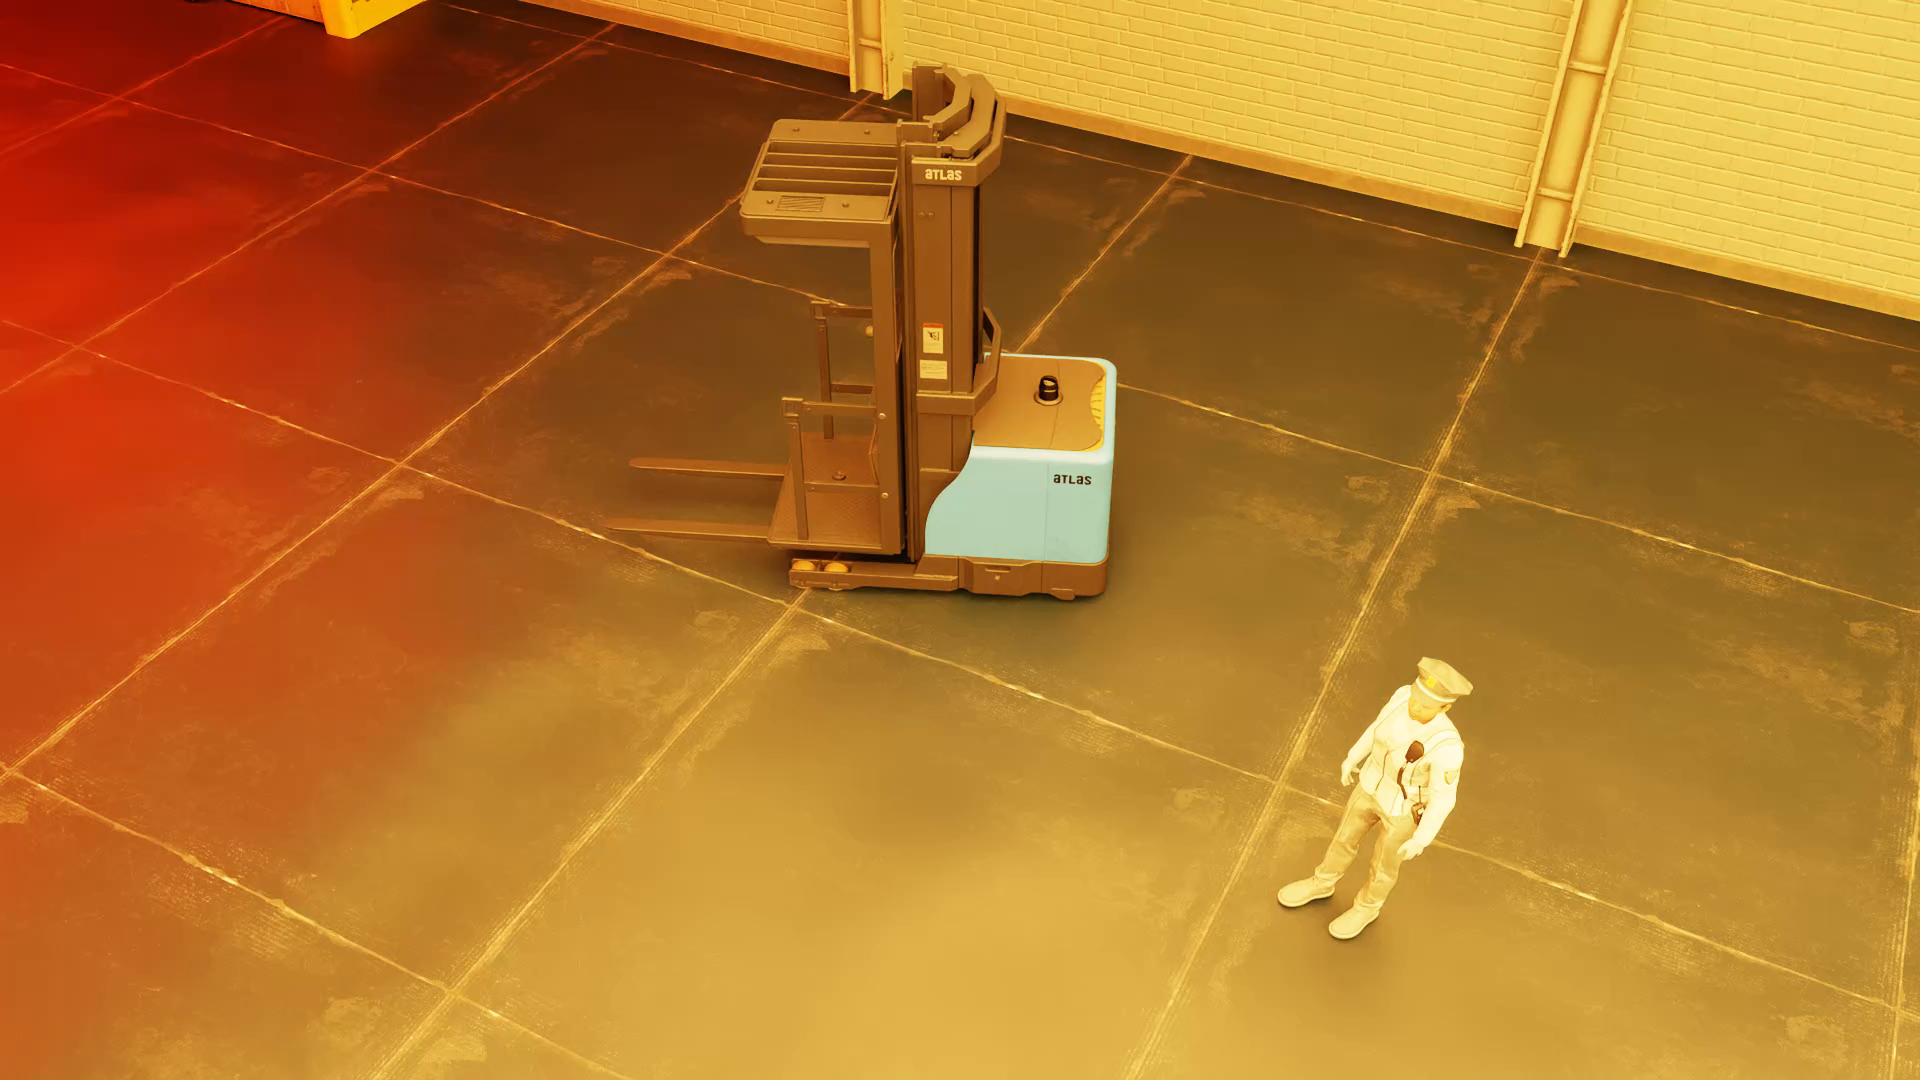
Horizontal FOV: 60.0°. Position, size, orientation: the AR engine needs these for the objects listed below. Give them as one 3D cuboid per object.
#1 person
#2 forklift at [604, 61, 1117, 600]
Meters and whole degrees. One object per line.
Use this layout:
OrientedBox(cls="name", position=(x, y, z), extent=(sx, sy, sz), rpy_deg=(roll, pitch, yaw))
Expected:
OrientedBox(cls="person", position=(1.902, 1.192, 7.520), extent=(0.530, 1.694, 0.586), rpy_deg=(-17, 43, -19))
OrientedBox(cls="forklift", position=(-0.606, -1.157, 9.360), extent=(3.031, 2.935, 1.130), rpy_deg=(3, 40, 4))
